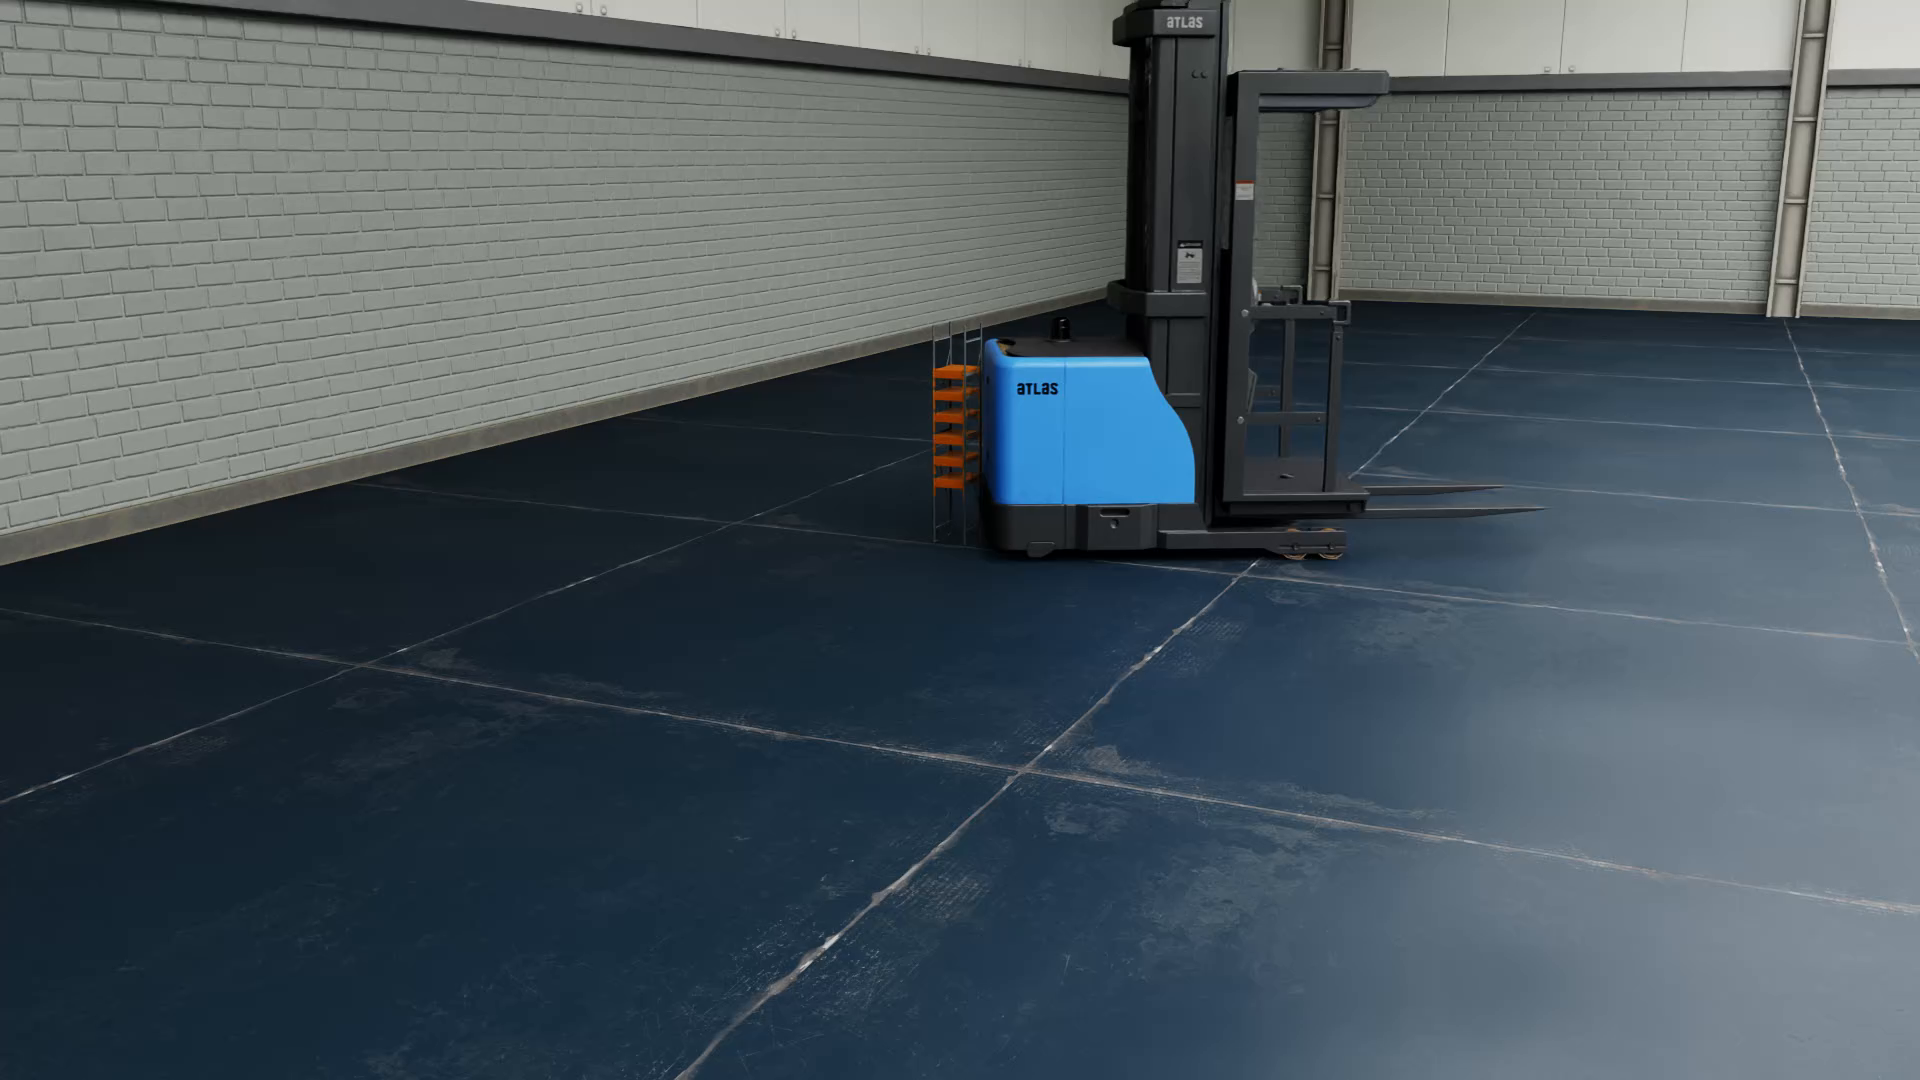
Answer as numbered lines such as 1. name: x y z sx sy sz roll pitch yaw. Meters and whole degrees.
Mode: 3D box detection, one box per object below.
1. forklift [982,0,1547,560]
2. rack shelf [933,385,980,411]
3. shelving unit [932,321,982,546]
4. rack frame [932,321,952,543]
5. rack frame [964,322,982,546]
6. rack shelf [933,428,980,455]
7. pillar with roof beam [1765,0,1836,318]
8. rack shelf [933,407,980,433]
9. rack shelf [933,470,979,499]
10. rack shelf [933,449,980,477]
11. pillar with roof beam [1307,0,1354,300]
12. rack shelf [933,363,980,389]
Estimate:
1. forklift: 1.655 -1.441 8.978 3.031 2.935 1.130 -1 13 -3
2. rack shelf: -0.013 -0.776 9.079 0.180 0.103 0.258 6 14 23
3. shelving unit: -0.013 -0.585 9.123 0.189 1.200 0.258 6 14 23
4. rack frame: -0.097 -0.594 9.160 0.006 1.200 0.240 6 14 23
5. rack frame: 0.070 -0.577 9.087 0.006 1.200 0.240 6 14 23
6. rack shelf: -0.013 -0.542 9.134 0.180 0.103 0.258 6 14 23
7. pillar with roof beam: 8.990 -6.404 16.847 0.400 9.000 9.100 6 14 23
8. rack shelf: -0.013 -0.659 9.106 0.180 0.103 0.258 6 14 23
9. rack shelf: -0.013 -0.309 9.188 0.180 0.103 0.258 6 14 23
10. rack shelf: -0.013 -0.425 9.161 0.180 0.103 0.258 6 14 23
11. pillar with roof beam: 3.505 -6.959 19.213 0.400 9.000 9.100 6 14 23
12. rack shelf: -0.013 -0.893 9.051 0.180 0.103 0.258 6 14 23
